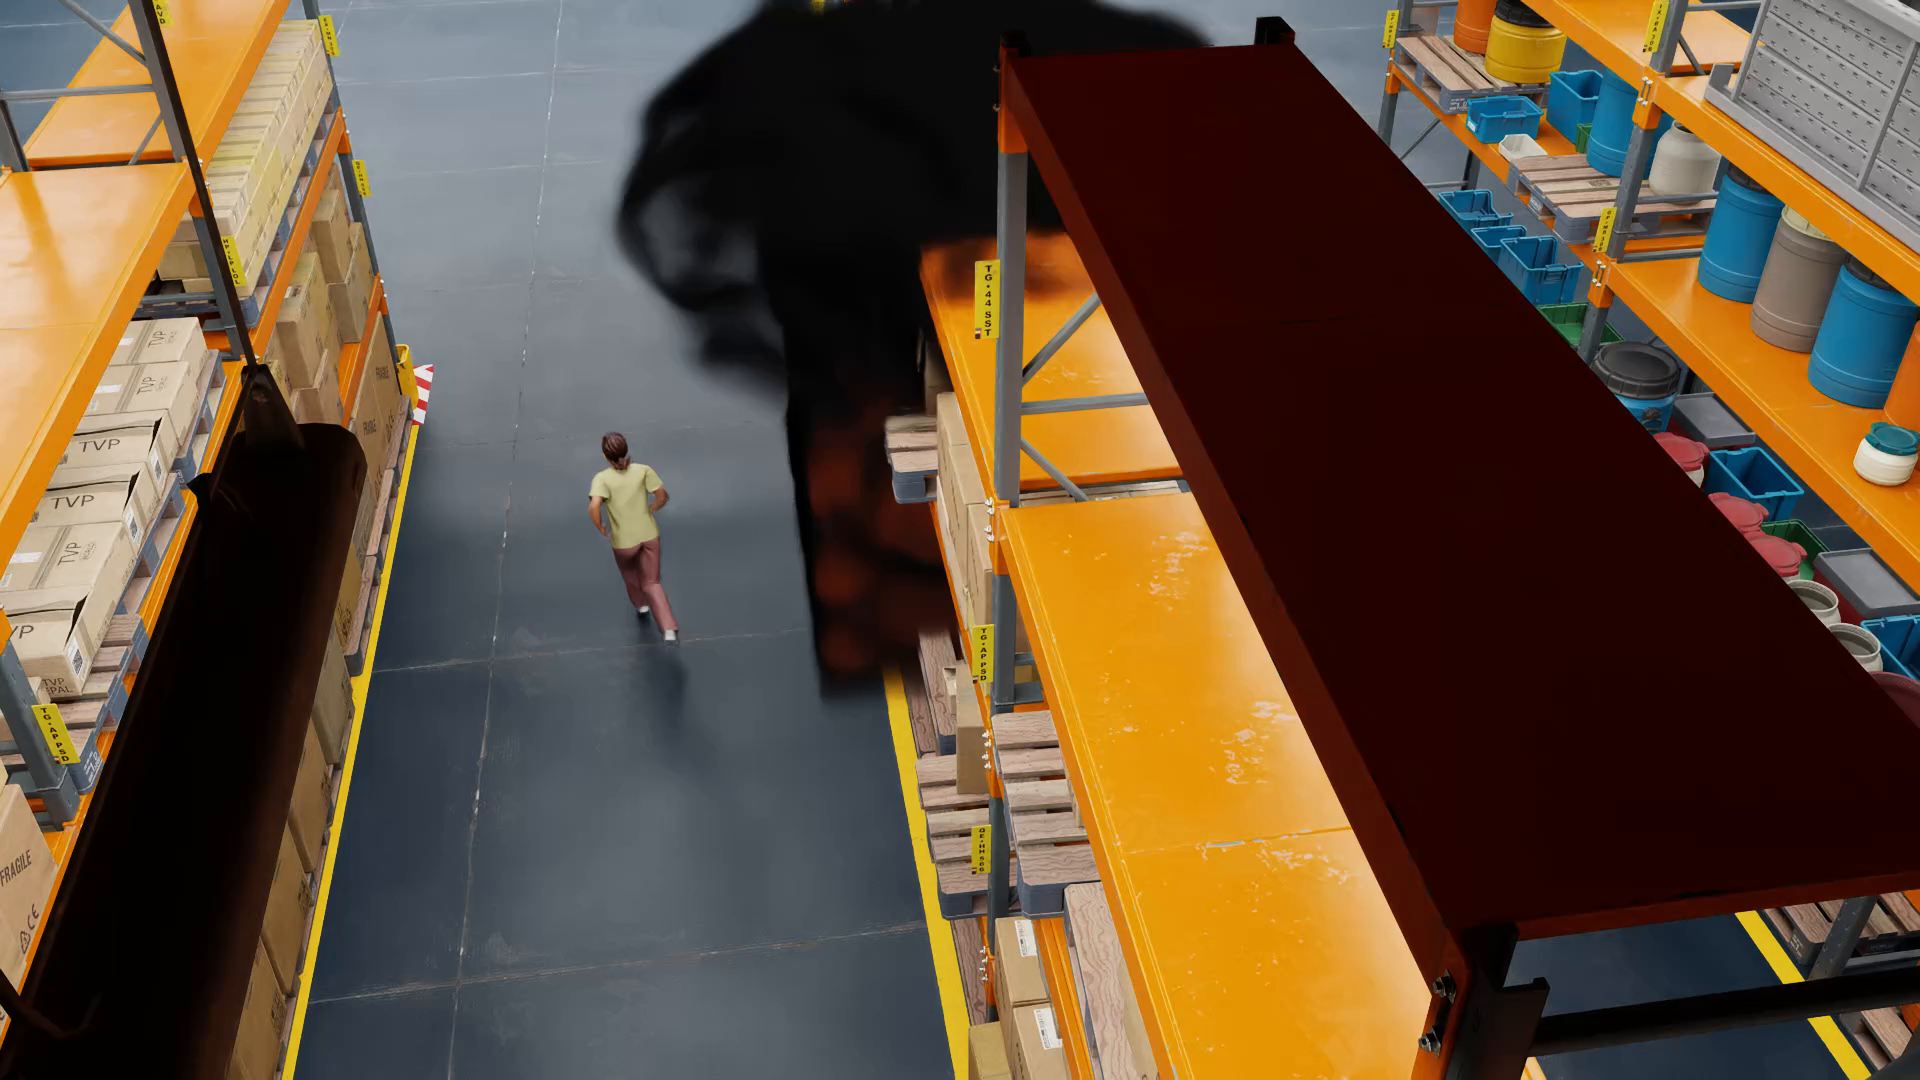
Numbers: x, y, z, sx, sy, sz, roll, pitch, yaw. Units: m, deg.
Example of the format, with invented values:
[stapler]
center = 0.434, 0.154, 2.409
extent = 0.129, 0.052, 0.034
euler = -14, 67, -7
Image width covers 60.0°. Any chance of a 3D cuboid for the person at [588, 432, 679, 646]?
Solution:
[person]
center = -2.312, 0.087, 12.017
extent = 0.605, 1.624, 0.992
euler = -20, 41, -25
